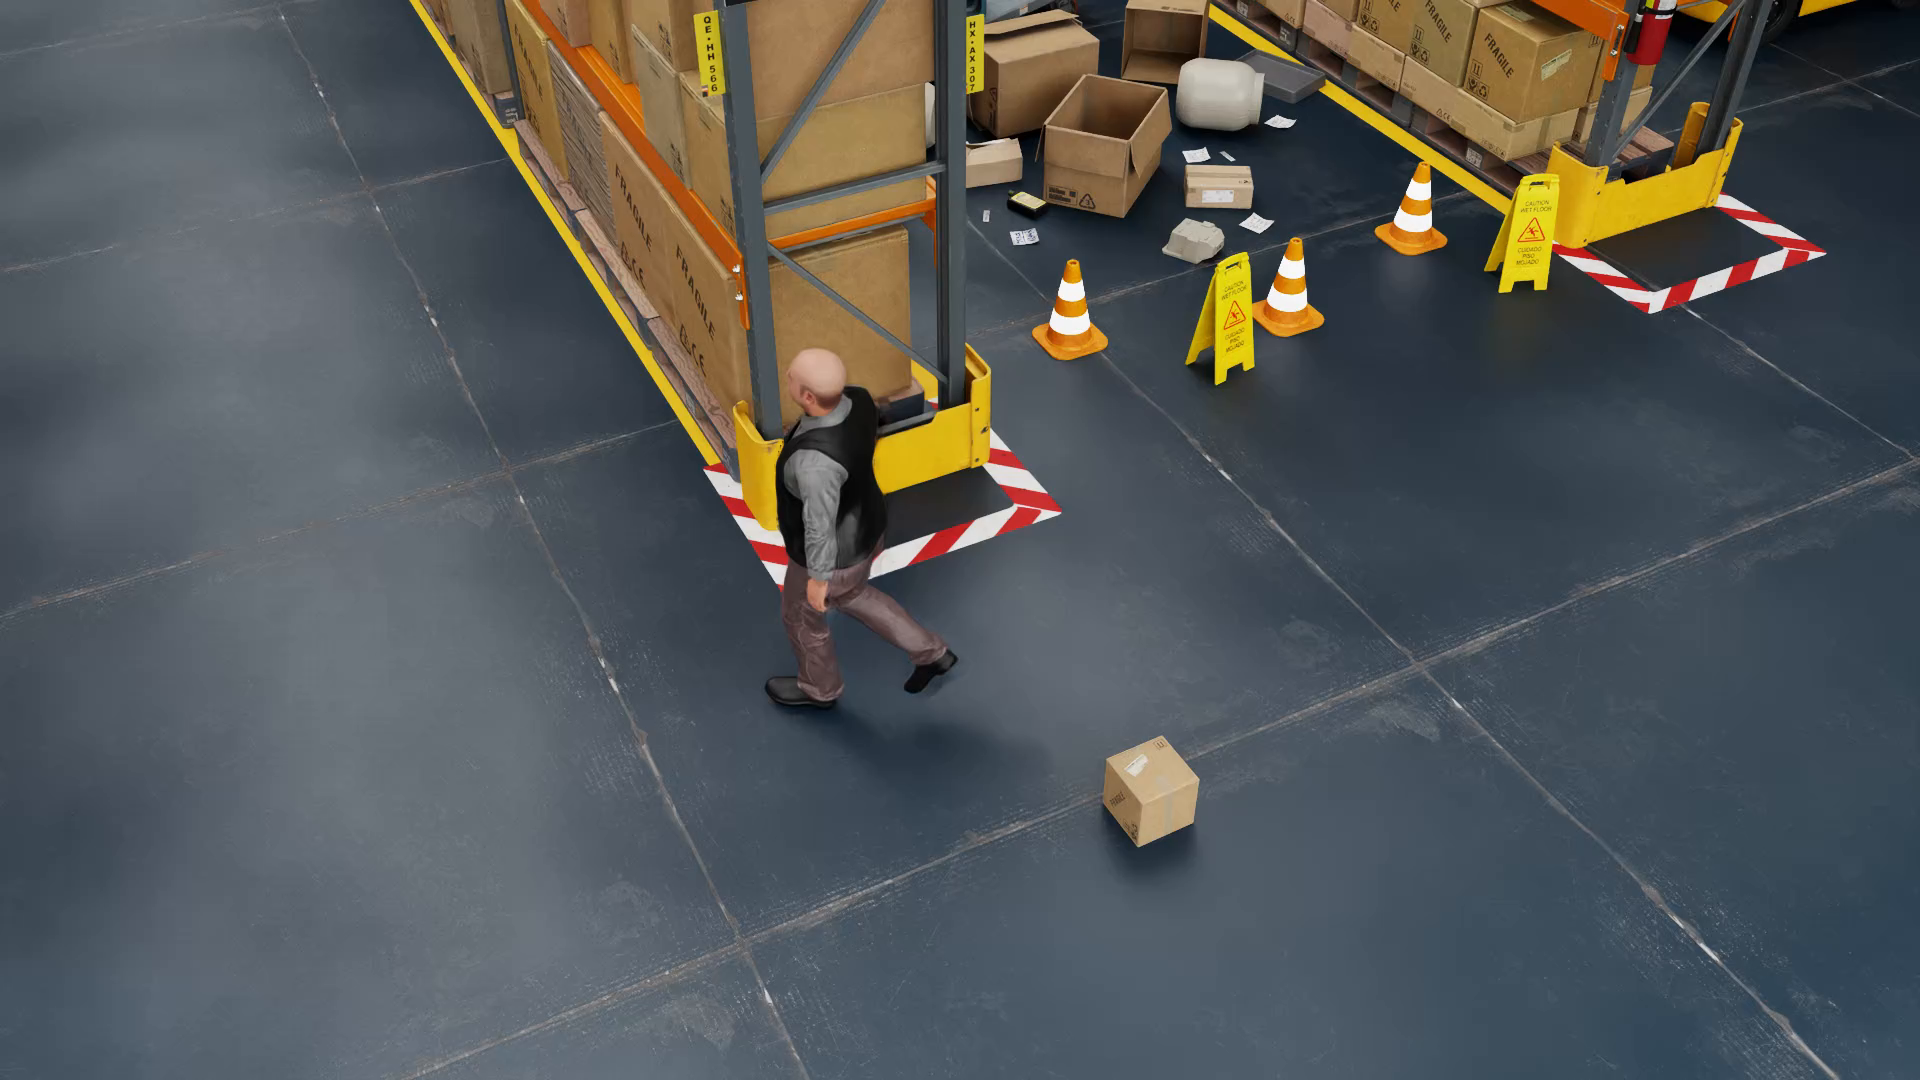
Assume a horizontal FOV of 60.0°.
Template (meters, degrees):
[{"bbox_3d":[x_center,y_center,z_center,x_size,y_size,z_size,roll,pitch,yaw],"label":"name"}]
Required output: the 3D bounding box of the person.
[{"bbox_3d":[-0.398,0.007,6.151,0.768,1.702,0.549,12,43,14],"label":"person"}]
